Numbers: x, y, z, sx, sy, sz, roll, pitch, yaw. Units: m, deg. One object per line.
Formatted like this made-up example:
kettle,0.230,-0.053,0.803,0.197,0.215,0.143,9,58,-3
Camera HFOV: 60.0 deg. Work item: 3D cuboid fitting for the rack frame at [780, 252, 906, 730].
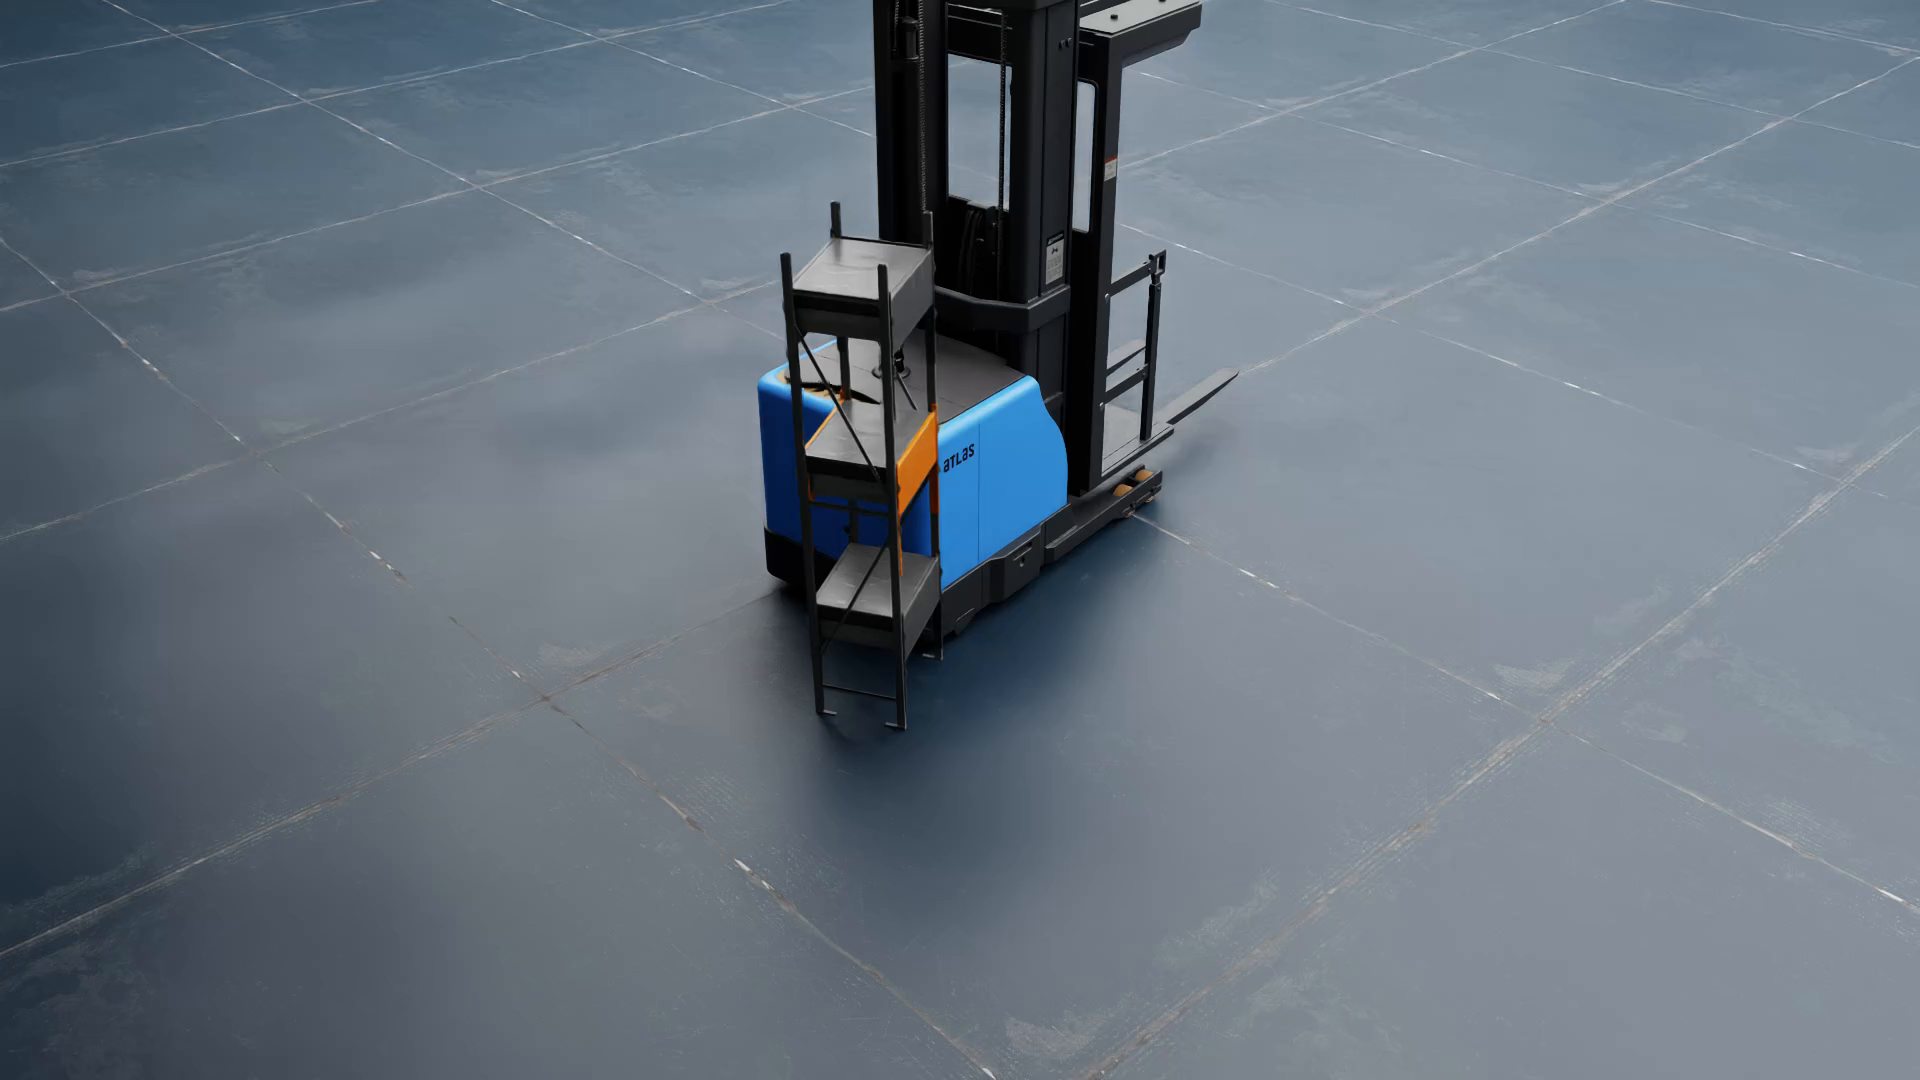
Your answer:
rack frame,-0.430,-0.113,6.423,0.400,2.100,0.015,9,35,15

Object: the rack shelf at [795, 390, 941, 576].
rack shelf,-0.356,-0.232,6.624,0.431,0.518,0.480,9,35,15

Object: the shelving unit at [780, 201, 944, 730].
shelving unit,-0.357,-0.243,6.616,0.431,2.100,0.503,9,35,15

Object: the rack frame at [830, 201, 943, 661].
rack frame,-0.283,-0.373,6.809,0.400,2.100,0.015,9,35,15

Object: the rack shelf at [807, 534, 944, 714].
rack shelf,-0.347,0.350,7.013,0.431,0.518,0.480,9,35,15

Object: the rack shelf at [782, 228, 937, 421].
rack shelf,-0.365,-0.814,6.235,0.431,0.518,0.480,9,35,15

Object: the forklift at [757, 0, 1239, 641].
forklift,0.385,-1.507,7.905,1.130,2.935,3.031,22,38,32
